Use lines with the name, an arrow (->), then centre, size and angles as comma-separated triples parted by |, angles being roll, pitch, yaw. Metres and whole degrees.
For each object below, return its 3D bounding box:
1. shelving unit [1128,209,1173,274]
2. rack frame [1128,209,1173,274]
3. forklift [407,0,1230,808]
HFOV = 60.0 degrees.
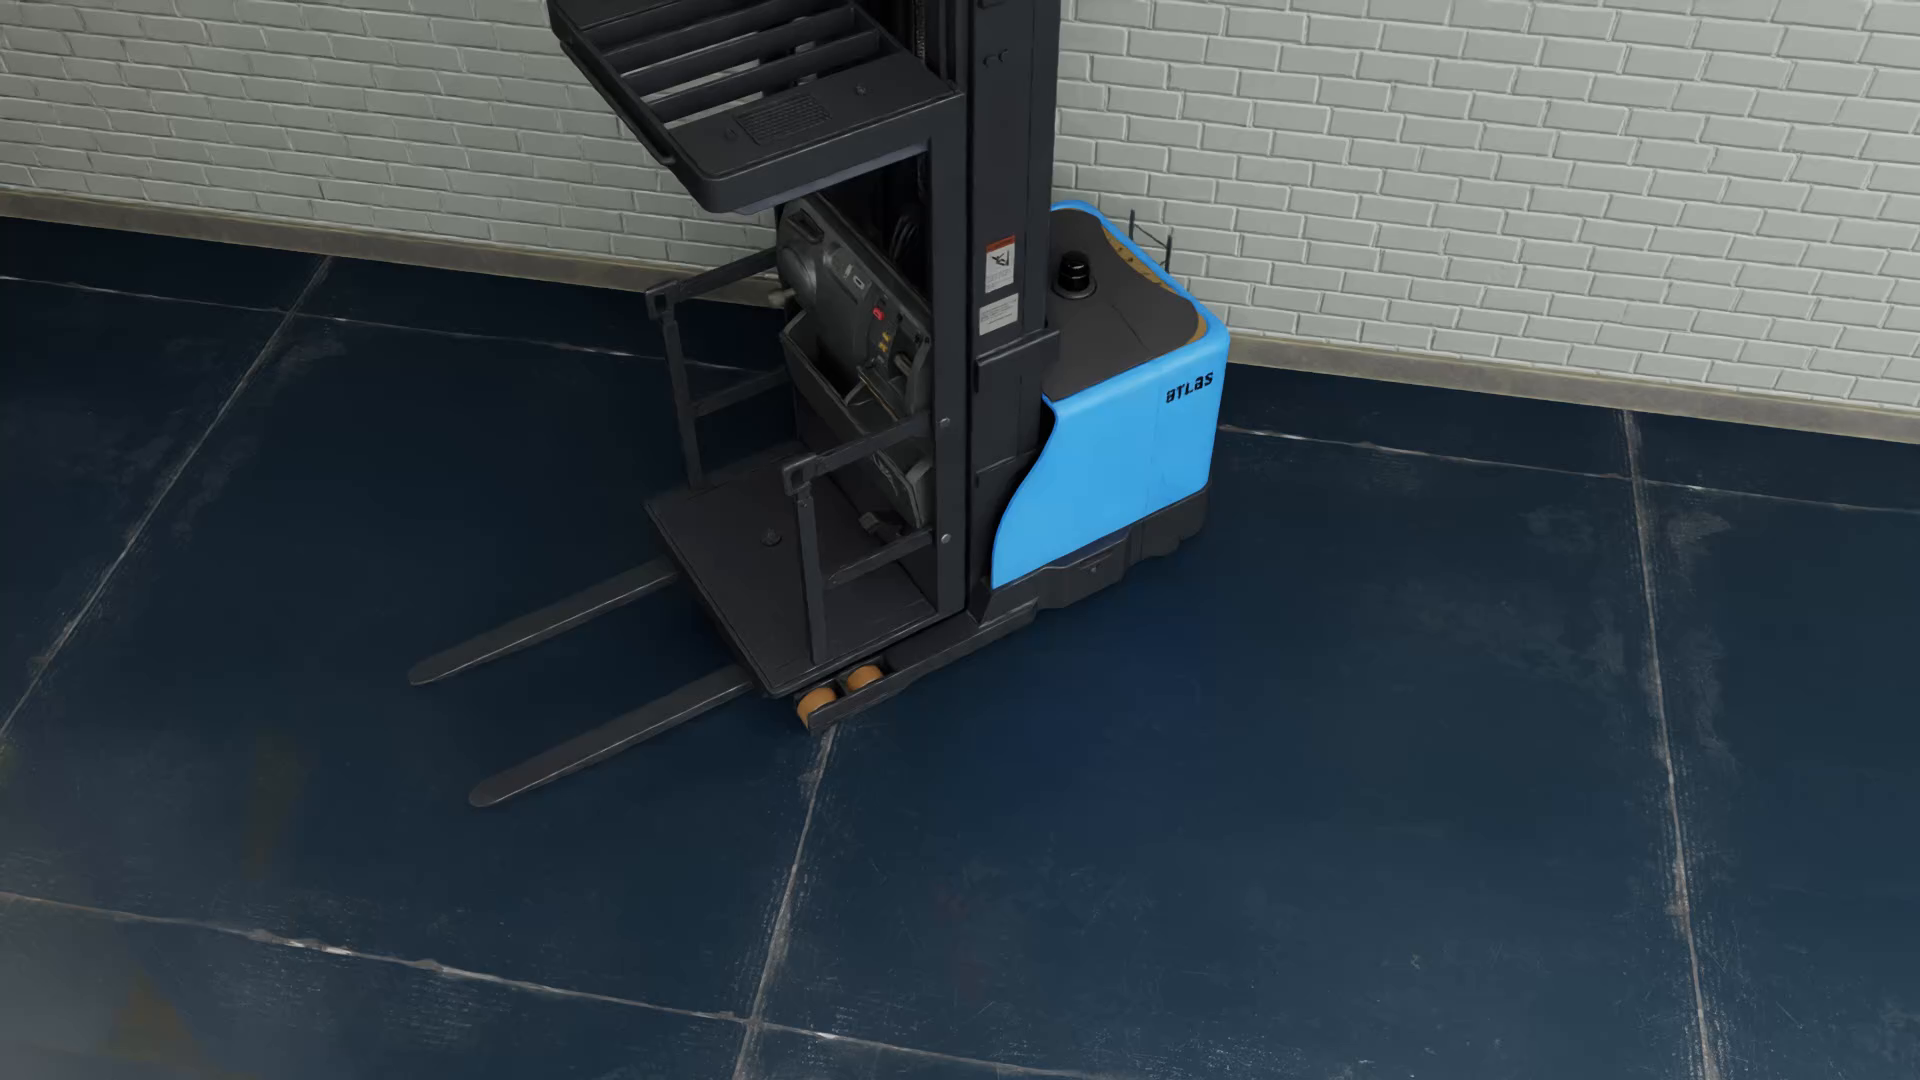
shelving unit -> 0.687, -0.918, 6.942 | 0.210, 0.900, 0.258 | -31, 55, -25
rack frame -> 0.767, -0.965, 6.984 | 0.006, 0.900, 0.240 | -31, 55, -25
forklift -> -0.533, -0.733, 5.410 | 3.031, 2.935, 1.130 | -25, 53, -21
